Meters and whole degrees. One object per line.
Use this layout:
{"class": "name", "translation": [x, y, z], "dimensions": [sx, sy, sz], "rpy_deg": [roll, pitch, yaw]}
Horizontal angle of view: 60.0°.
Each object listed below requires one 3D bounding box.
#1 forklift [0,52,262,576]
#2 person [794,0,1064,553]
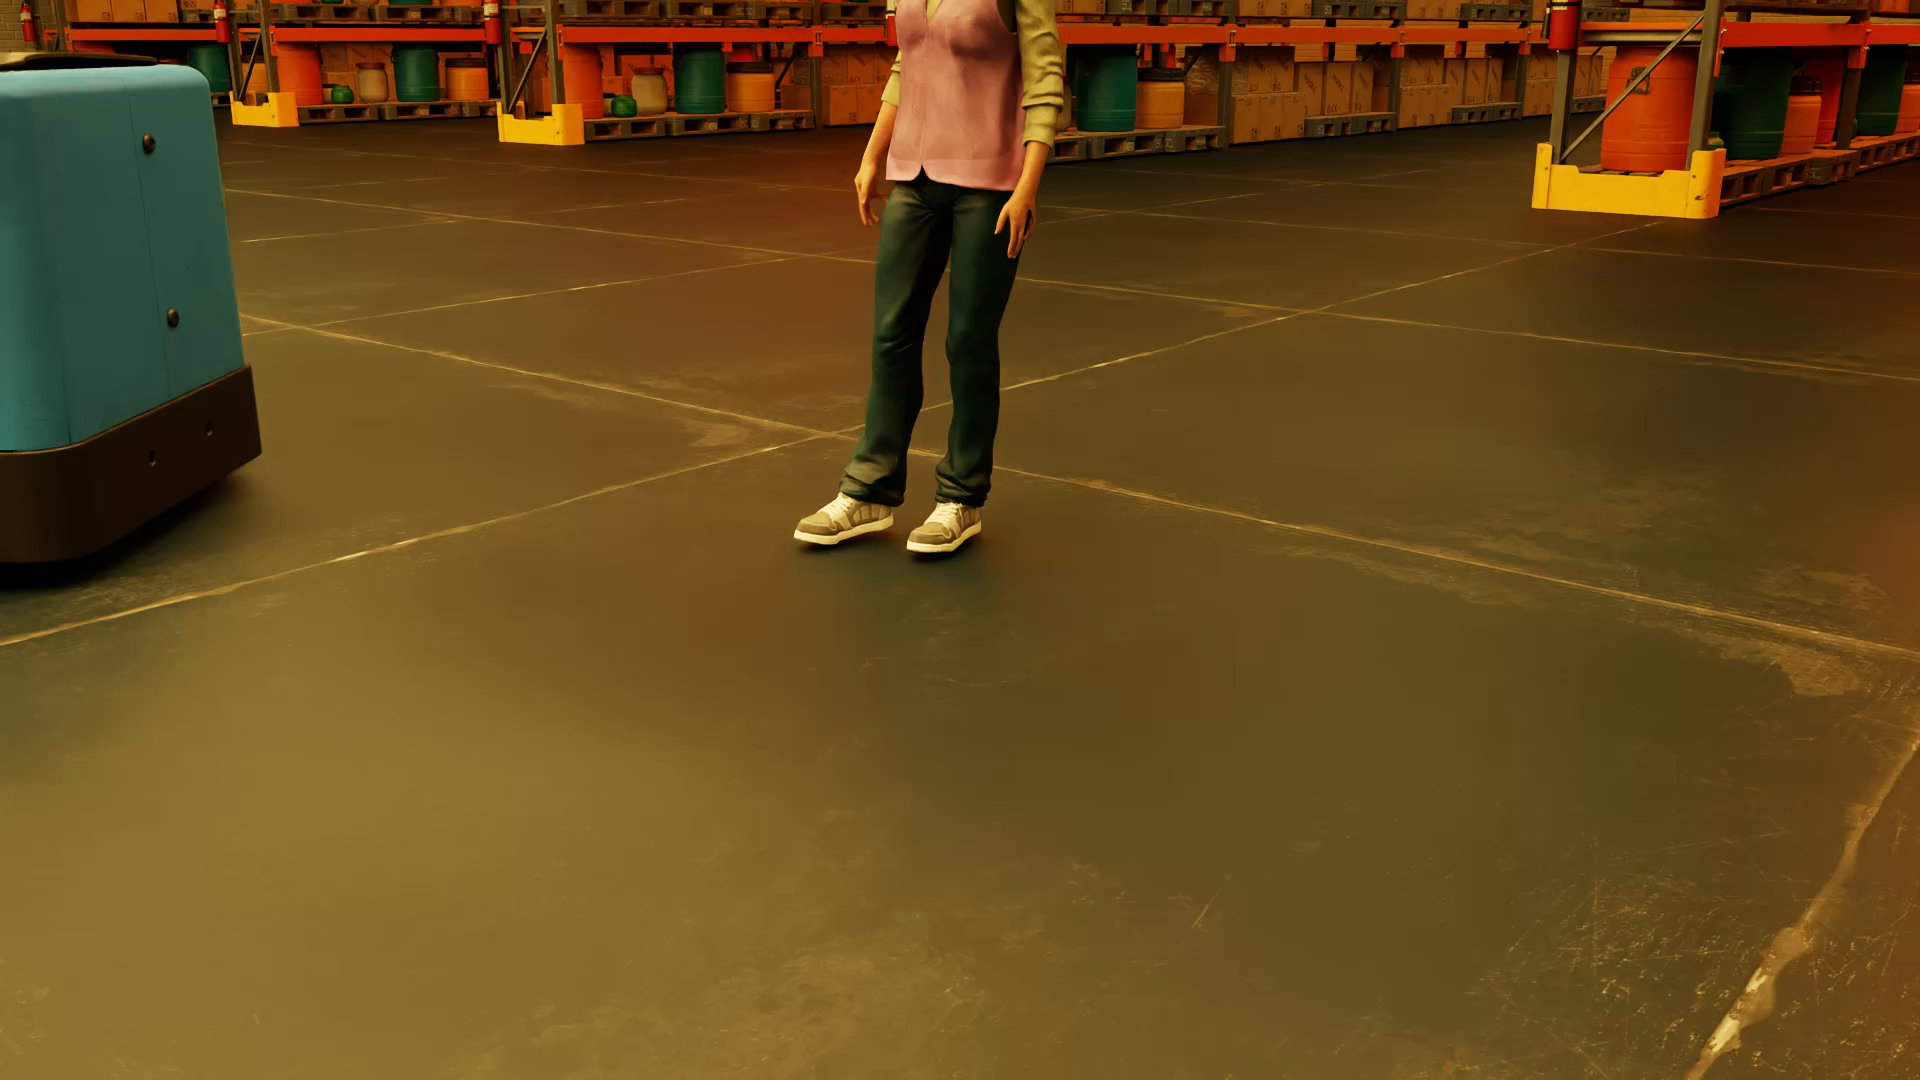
{"class": "forklift", "translation": [-3.384, -1.437, 3.629], "dimensions": [3.031, 2.935, 1.130], "rpy_deg": [0, 17, 0]}
{"class": "person", "translation": [-0.058, -0.757, 3.662], "dimensions": [0.520, 1.596, 0.476], "rpy_deg": [13, 21, 37]}
